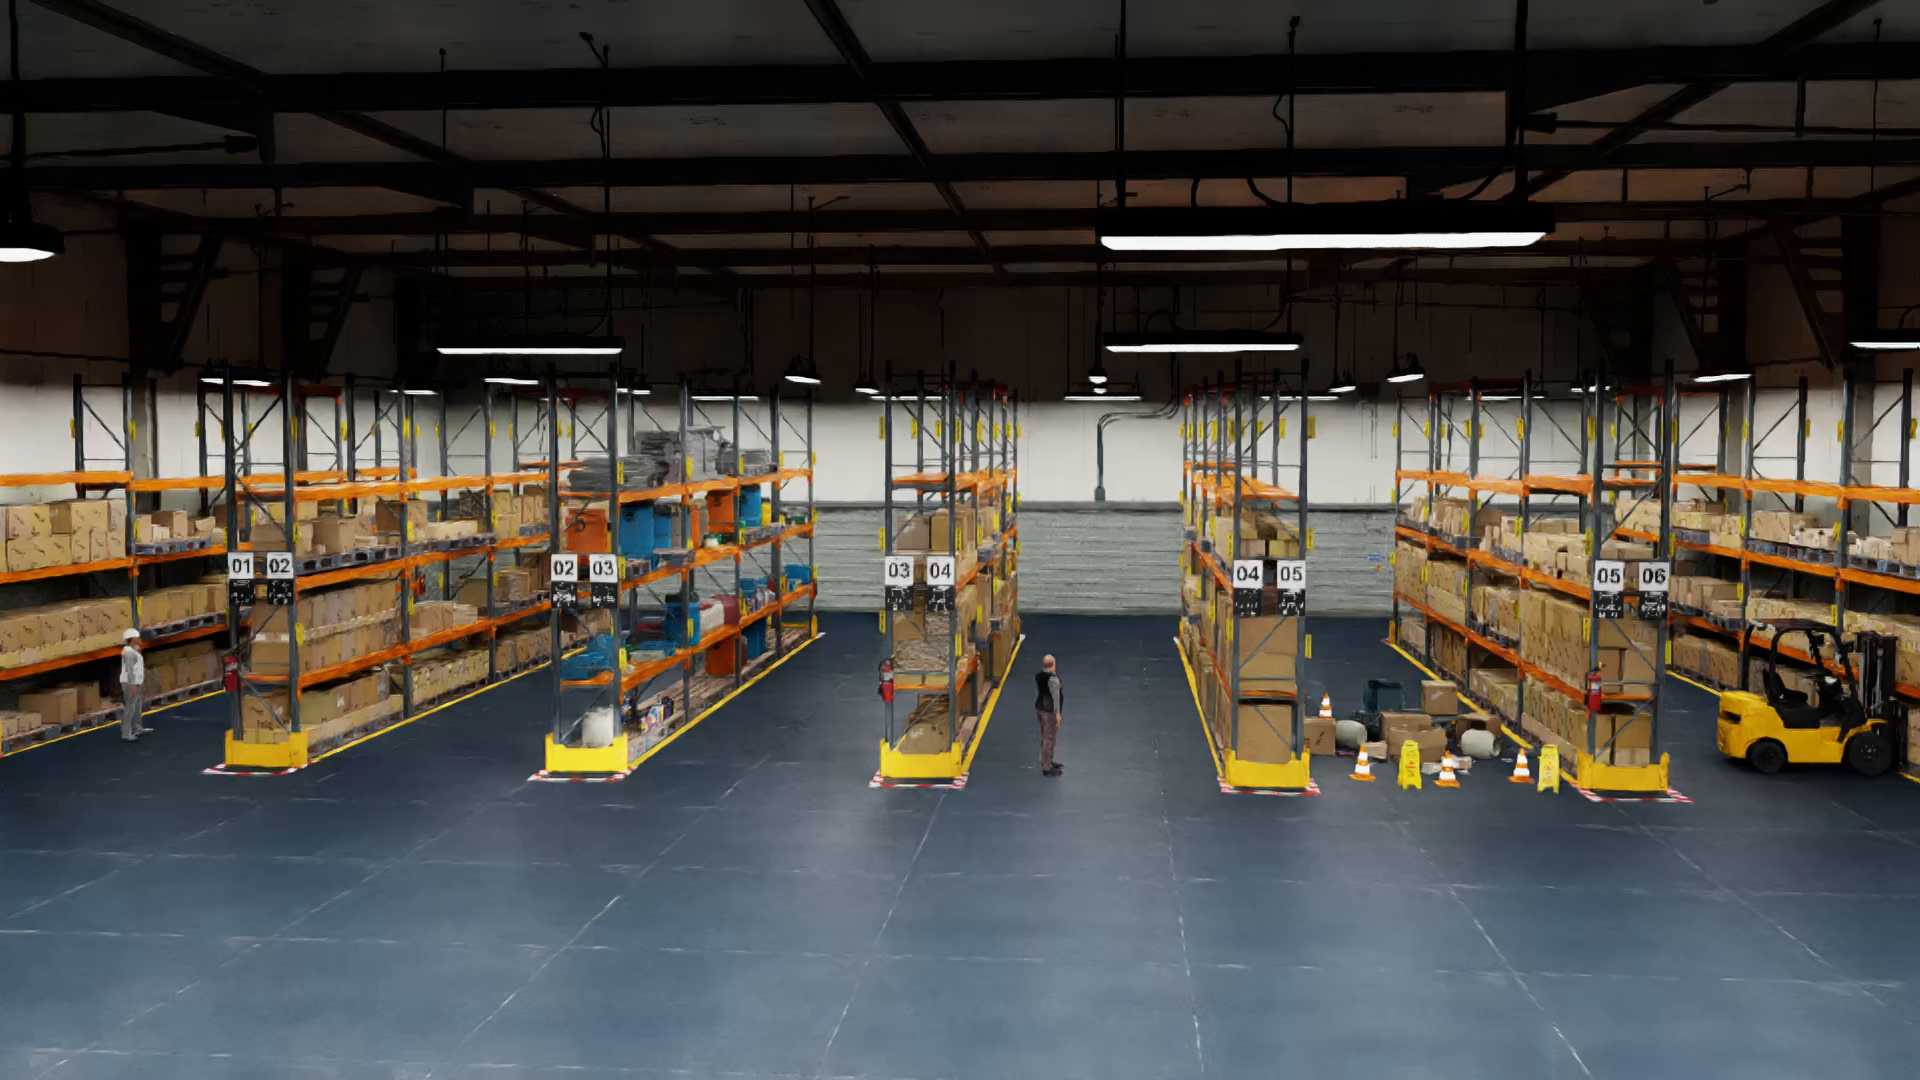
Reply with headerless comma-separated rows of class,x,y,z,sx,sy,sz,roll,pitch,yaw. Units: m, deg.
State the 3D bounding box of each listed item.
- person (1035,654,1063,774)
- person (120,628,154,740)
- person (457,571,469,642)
person,1.345,2.528,24.319,0.454,1.726,0.581,-2,4,-23
person,-13.409,2.320,27.045,0.463,1.782,0.598,-2,4,-22
person,-11.671,1.579,39.175,0.337,1.683,0.548,-1,4,-10
